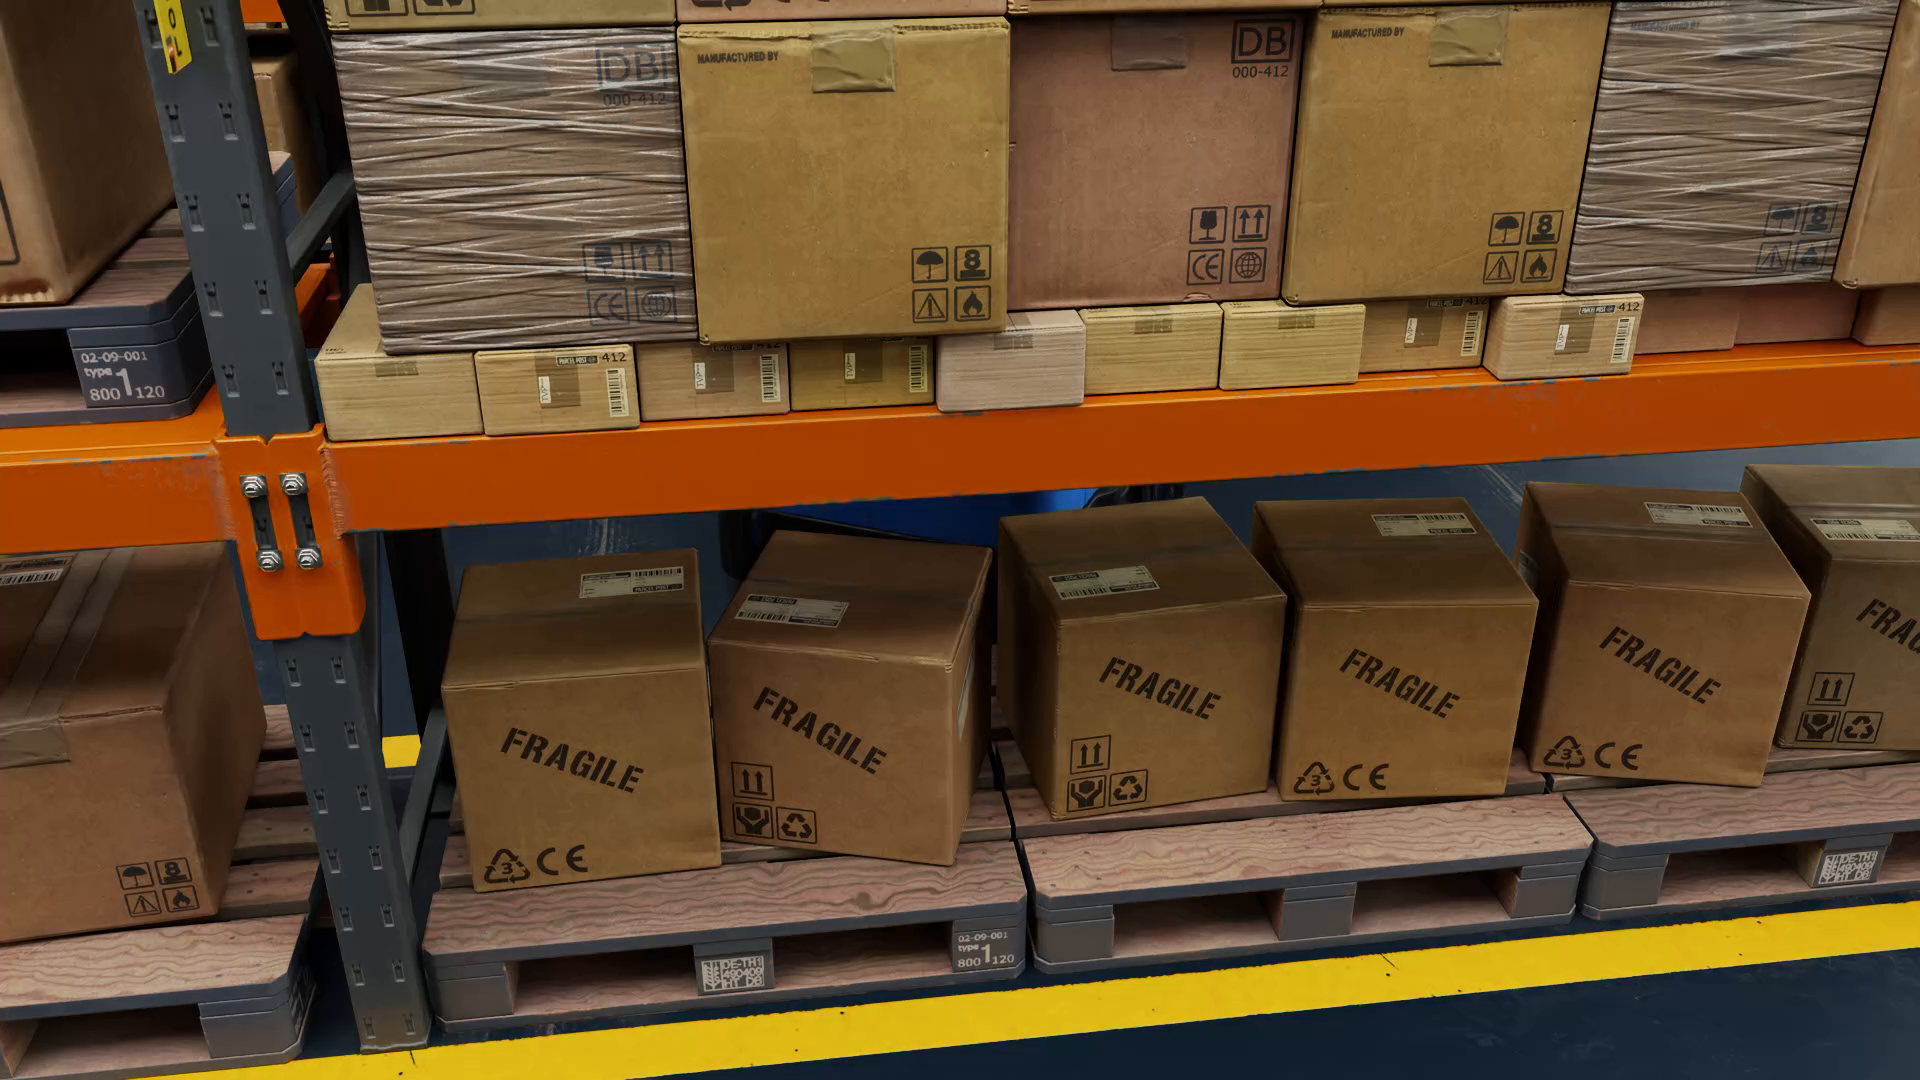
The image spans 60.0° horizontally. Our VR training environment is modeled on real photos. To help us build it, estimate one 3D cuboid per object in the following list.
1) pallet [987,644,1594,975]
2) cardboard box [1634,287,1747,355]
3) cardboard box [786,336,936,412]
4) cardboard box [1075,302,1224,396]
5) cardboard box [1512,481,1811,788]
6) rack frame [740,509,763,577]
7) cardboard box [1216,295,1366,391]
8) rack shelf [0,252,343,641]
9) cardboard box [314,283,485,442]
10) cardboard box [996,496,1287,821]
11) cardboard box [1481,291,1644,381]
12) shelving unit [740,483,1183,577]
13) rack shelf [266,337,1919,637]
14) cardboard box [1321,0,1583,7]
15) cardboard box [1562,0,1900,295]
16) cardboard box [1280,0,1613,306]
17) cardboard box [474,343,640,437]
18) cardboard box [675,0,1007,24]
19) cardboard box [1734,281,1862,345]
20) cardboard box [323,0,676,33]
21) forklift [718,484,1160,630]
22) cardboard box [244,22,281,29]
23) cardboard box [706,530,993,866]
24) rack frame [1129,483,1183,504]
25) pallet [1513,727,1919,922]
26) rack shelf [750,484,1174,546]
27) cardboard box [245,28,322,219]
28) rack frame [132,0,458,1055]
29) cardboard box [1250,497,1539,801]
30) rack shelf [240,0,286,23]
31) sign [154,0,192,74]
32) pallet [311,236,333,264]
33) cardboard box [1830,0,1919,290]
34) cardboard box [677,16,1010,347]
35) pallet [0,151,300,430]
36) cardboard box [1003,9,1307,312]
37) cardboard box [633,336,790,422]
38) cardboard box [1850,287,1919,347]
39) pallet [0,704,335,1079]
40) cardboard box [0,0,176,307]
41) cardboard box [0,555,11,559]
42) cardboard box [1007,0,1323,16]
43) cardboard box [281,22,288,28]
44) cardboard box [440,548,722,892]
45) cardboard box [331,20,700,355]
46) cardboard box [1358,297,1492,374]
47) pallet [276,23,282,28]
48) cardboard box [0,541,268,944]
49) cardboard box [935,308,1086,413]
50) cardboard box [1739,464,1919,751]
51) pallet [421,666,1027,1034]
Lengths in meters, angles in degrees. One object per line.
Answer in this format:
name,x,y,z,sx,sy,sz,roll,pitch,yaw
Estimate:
pallet,0.686,0.553,3.941,1.213,0.211,1.003,-4,27,-7
cardboard box,1.287,-0.494,3.203,0.250,0.149,0.380,-4,27,-7
cardboard box,-0.191,-0.375,2.969,0.250,0.149,0.380,-4,27,-7
cardboard box,0.304,-0.407,3.032,0.250,0.149,0.380,-4,27,-7
cardboard box,1.568,0.207,3.840,0.500,0.500,0.500,3,27,6
rack frame,-0.526,-0.325,4.037,0.032,1.500,0.500,-3,19,-5
cardboard box,0.553,-0.417,3.053,0.250,0.149,0.380,-4,27,-7
rack shelf,-3.166,-0.103,2.952,4.000,0.370,1.077,-4,27,-7
cardboard box,-0.930,-0.316,2.855,0.250,0.149,0.380,-4,27,-7
cardboard box,0.386,0.253,3.749,0.500,0.500,0.500,-6,28,-12
cardboard box,1.052,-0.438,3.094,0.250,0.149,0.380,-4,27,-7
shelving unit,-0.021,-0.355,4.081,1.048,1.500,0.538,-3,19,-5
rack shelf,0.795,-0.357,3.448,4.000,0.370,1.077,-4,27,-7
cardboard box,0.779,-1.186,2.745,0.500,0.500,0.500,-4,27,-7
cardboard box,1.248,-0.860,3.206,0.500,0.500,0.875,-4,27,-7
cardboard box,0.751,-0.834,3.154,0.500,0.500,0.875,-4,27,-7
cardboard box,-0.681,-0.326,2.875,0.250,0.149,0.380,-4,27,-7
cardboard box,-0.209,-1.118,2.612,0.500,0.500,0.500,-4,27,-7
cardboard box,1.531,-0.520,3.253,0.250,0.149,0.380,-4,27,-7
cardboard box,-0.704,-1.085,2.549,0.500,0.500,0.500,-4,27,-7
forklift,0.300,-1.698,5.348,1.130,2.935,3.031,10,29,19
cardboard box,-5.236,-3.875,11.935,0.625,0.372,0.950,-4,27,-8
cardboard box,-0.217,0.328,3.603,0.500,0.500,0.500,5,28,9
rack frame,0.485,-0.386,4.125,0.032,1.500,0.500,-3,19,-5
pallet,1.891,0.477,4.090,1.213,0.211,1.003,-4,27,-7
rack shelf,-0.015,-0.185,4.138,1.000,0.185,0.538,-3,19,-5
cardboard box,-3.334,-1.845,7.564,0.750,0.750,1.050,-4,27,-7
rack frame,-1.185,-0.550,3.036,0.127,3.000,1.000,-4,27,-7
cardboard box,0.945,0.238,3.779,0.500,0.500,0.500,-1,27,-2
rack shelf,-3.757,-2.351,7.335,4.000,0.370,1.077,-4,27,-7
sign,-1.104,-0.814,2.283,0.005,0.325,0.100,-4,27,-7
pallet,-2.530,-1.475,7.893,1.213,0.211,1.003,-4,27,-7
cardboard box,1.749,-0.873,3.230,0.500,0.500,0.875,-4,27,-7
cardboard box,-0.231,-0.743,2.978,0.500,0.500,0.875,-4,27,-7
pallet,-1.962,-0.482,3.113,1.213,0.211,1.003,-4,27,-7
cardboard box,0.250,-0.821,3.128,0.500,0.500,0.875,-4,27,-7
cardboard box,-0.437,-0.354,2.930,0.250,0.149,0.380,-4,27,-7
cardboard box,1.785,-0.517,3.248,0.250,0.149,0.380,-4,27,-7
pallet,-1.956,0.741,3.575,1.213,0.211,1.003,-4,27,-7
cardboard box,-1.991,-1.016,2.828,1.000,1.000,1.000,-3,27,-7
cardboard box,-2.271,0.418,3.407,0.500,0.500,0.700,-4,27,-7
cardboard box,0.286,-1.149,2.674,0.500,0.500,0.500,-4,27,-7
cardboard box,-4.485,-3.921,12.024,0.625,0.372,0.950,-3,27,-5
cardboard box,-0.784,0.368,3.525,0.500,0.500,0.500,-4,28,-9
cardboard box,-0.731,-0.727,2.947,0.500,0.500,0.875,-4,27,-7
cardboard box,0.794,-0.454,3.124,0.250,0.149,0.380,-4,27,-7
pallet,-4.547,-3.660,12.152,1.213,0.211,1.003,-4,27,-7
cardboard box,-1.796,0.396,3.449,0.500,0.500,0.700,-6,28,-11
cardboard box,0.062,-0.372,2.964,0.250,0.149,0.380,-4,27,-7
cardboard box,2.155,0.153,3.944,0.500,0.500,0.500,1,27,2
pallet,-0.525,0.632,3.787,1.213,0.211,1.003,-4,27,-7
